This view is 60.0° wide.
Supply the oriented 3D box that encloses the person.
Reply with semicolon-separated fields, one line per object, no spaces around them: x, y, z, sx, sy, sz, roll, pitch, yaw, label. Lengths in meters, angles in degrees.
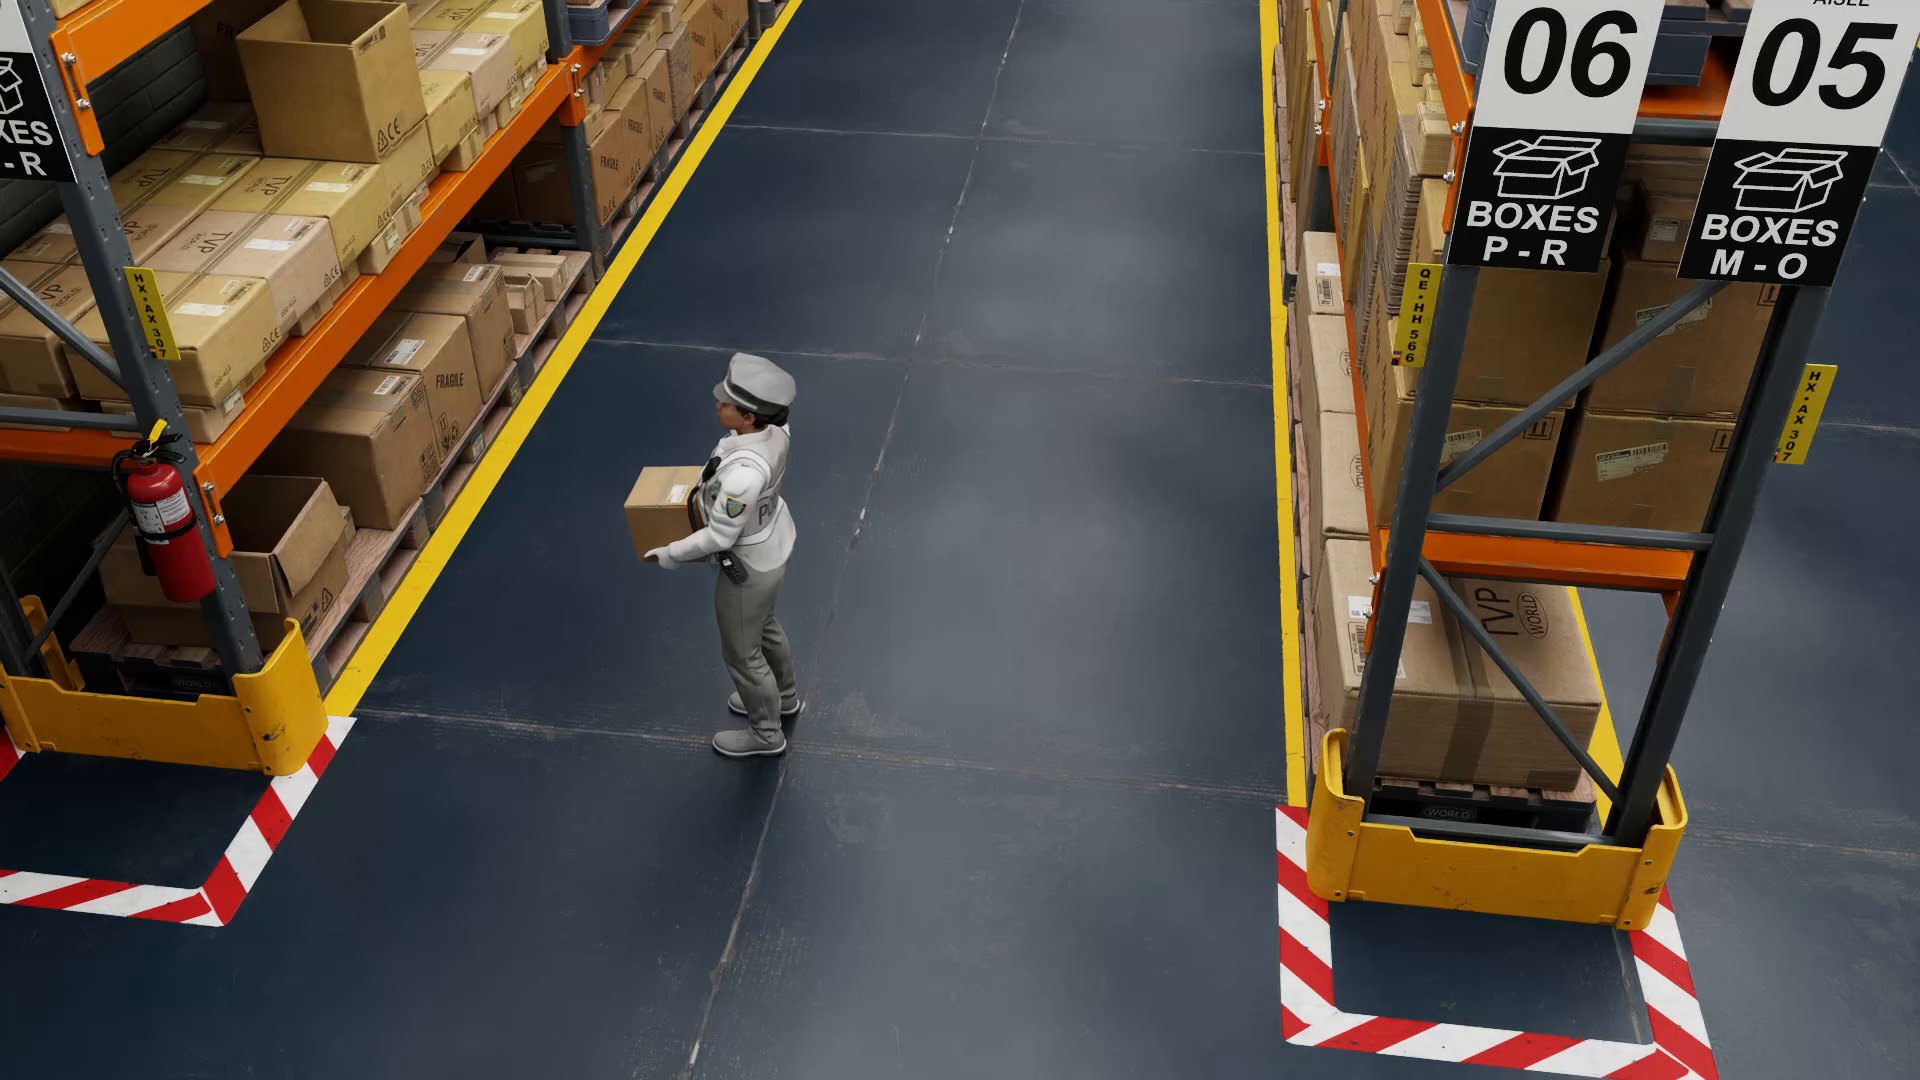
-0.829;0.060;6.044;0.564;1.686;0.460;5;37;6;person
